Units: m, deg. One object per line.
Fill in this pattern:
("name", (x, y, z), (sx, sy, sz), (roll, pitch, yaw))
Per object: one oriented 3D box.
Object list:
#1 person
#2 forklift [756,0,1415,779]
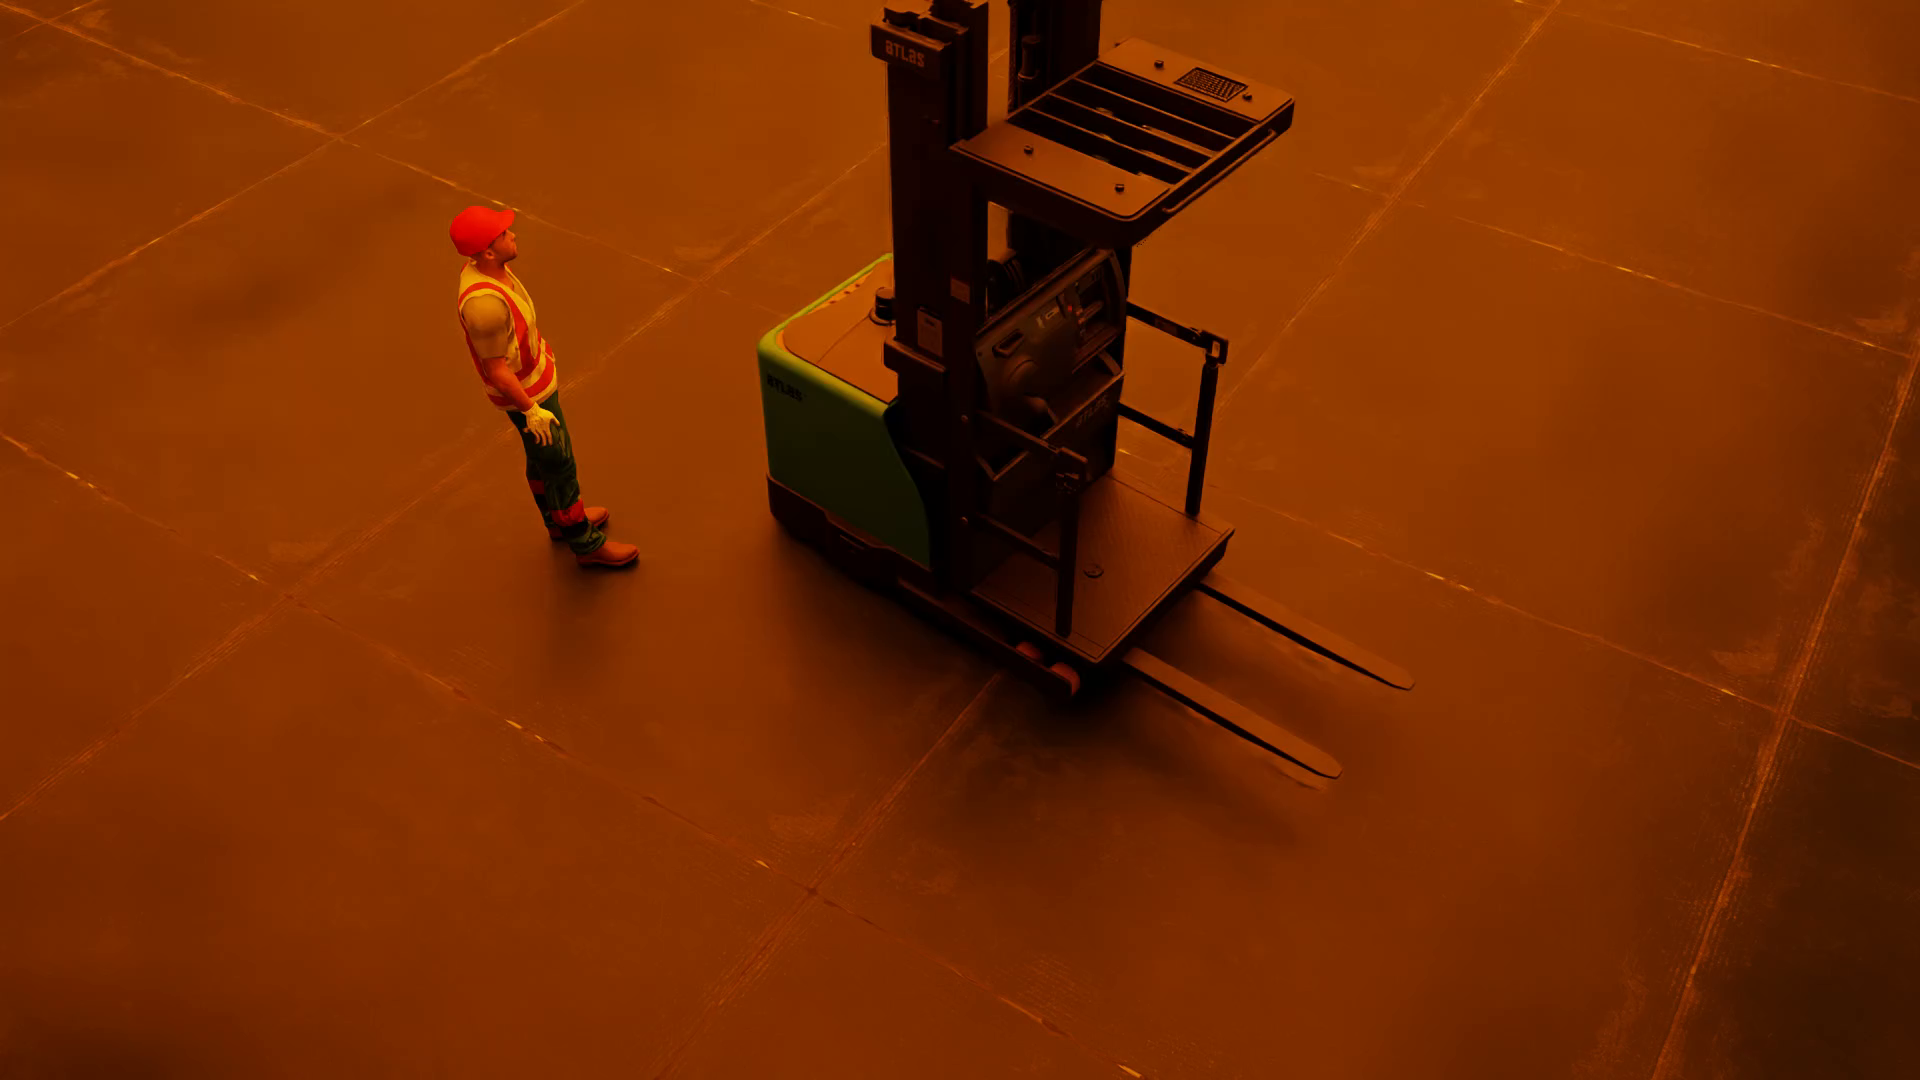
("person", (-1.849, -0.693, 7.399), (0.565, 1.787, 0.638), (-9, 44, -10))
("forklift", (0.541, -0.783, 6.674), (3.031, 2.935, 1.130), (29, 51, 27))
